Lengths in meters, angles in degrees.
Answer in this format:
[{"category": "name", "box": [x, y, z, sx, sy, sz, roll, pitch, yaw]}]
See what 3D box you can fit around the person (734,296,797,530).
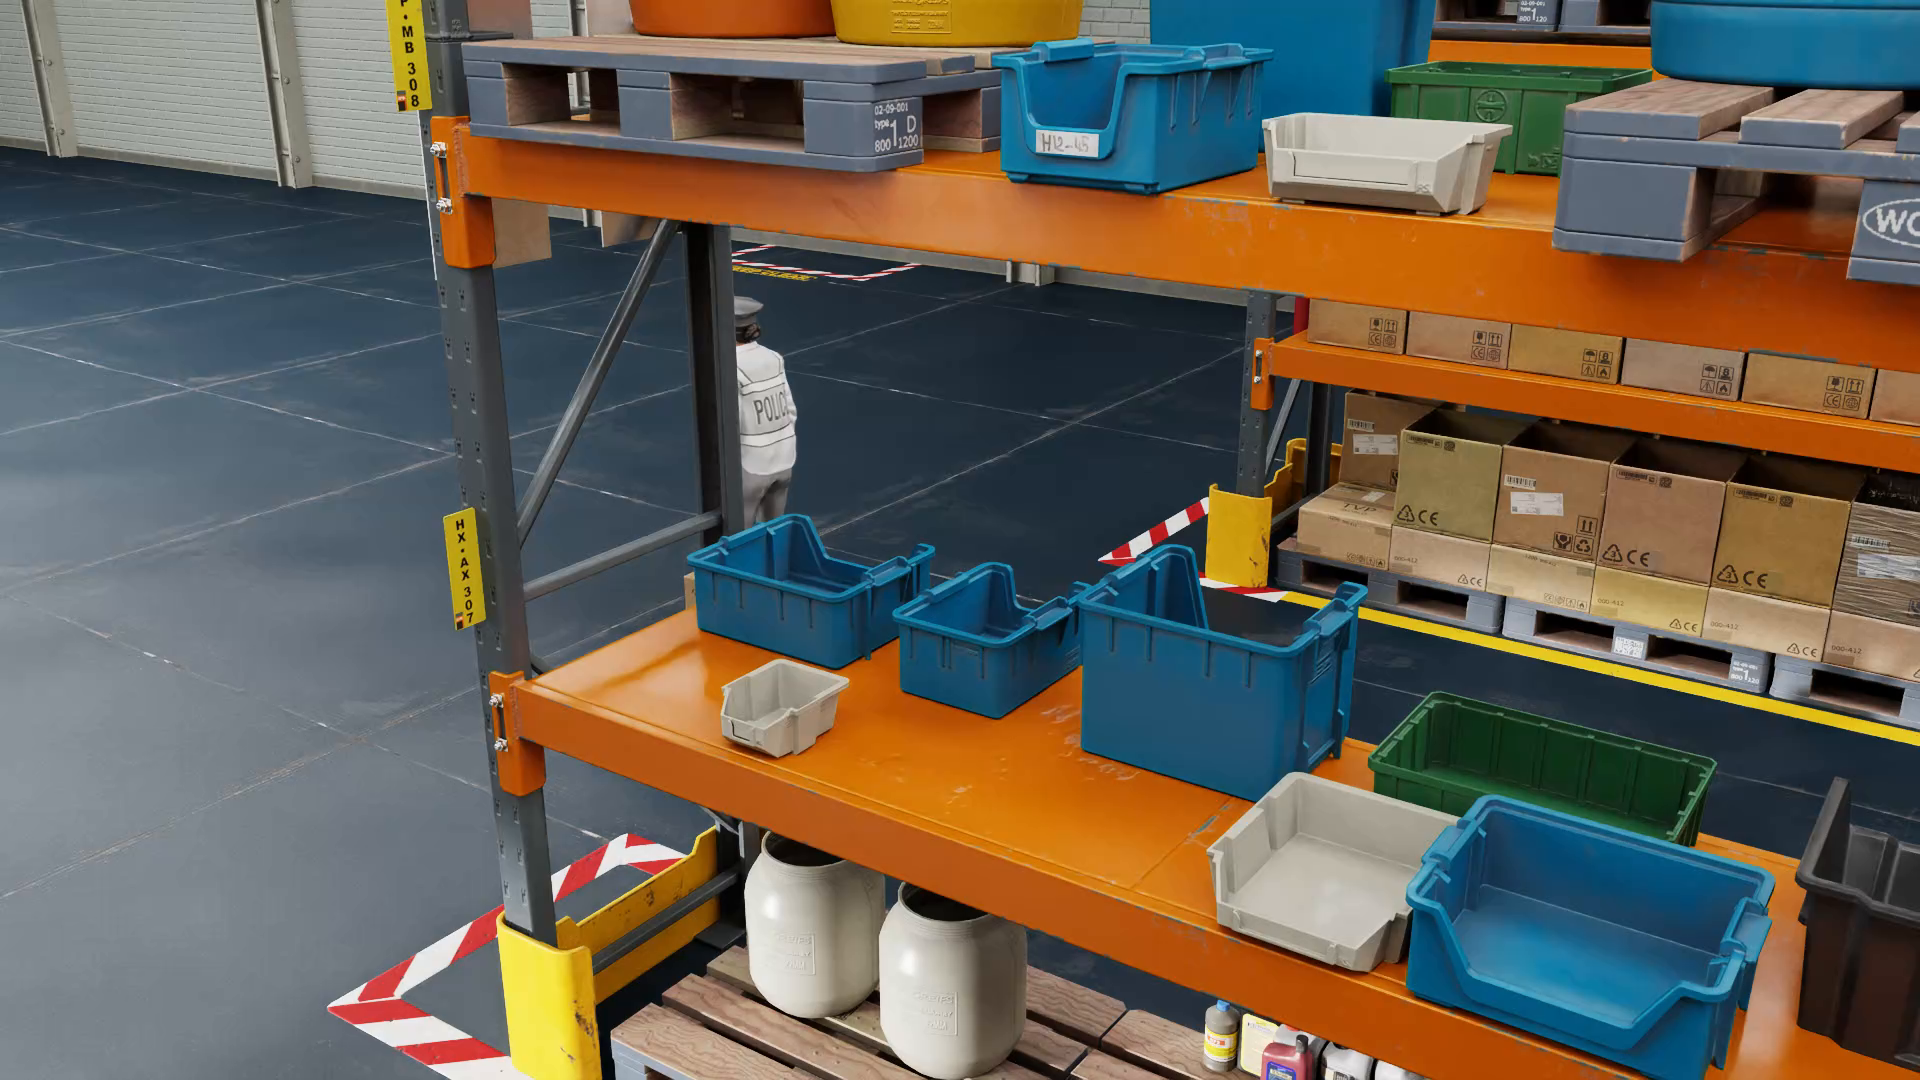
[{"category": "person", "box": [-1.010, -0.340, 8.006, 0.410, 1.663, 0.525, 13, 24, 31]}]
